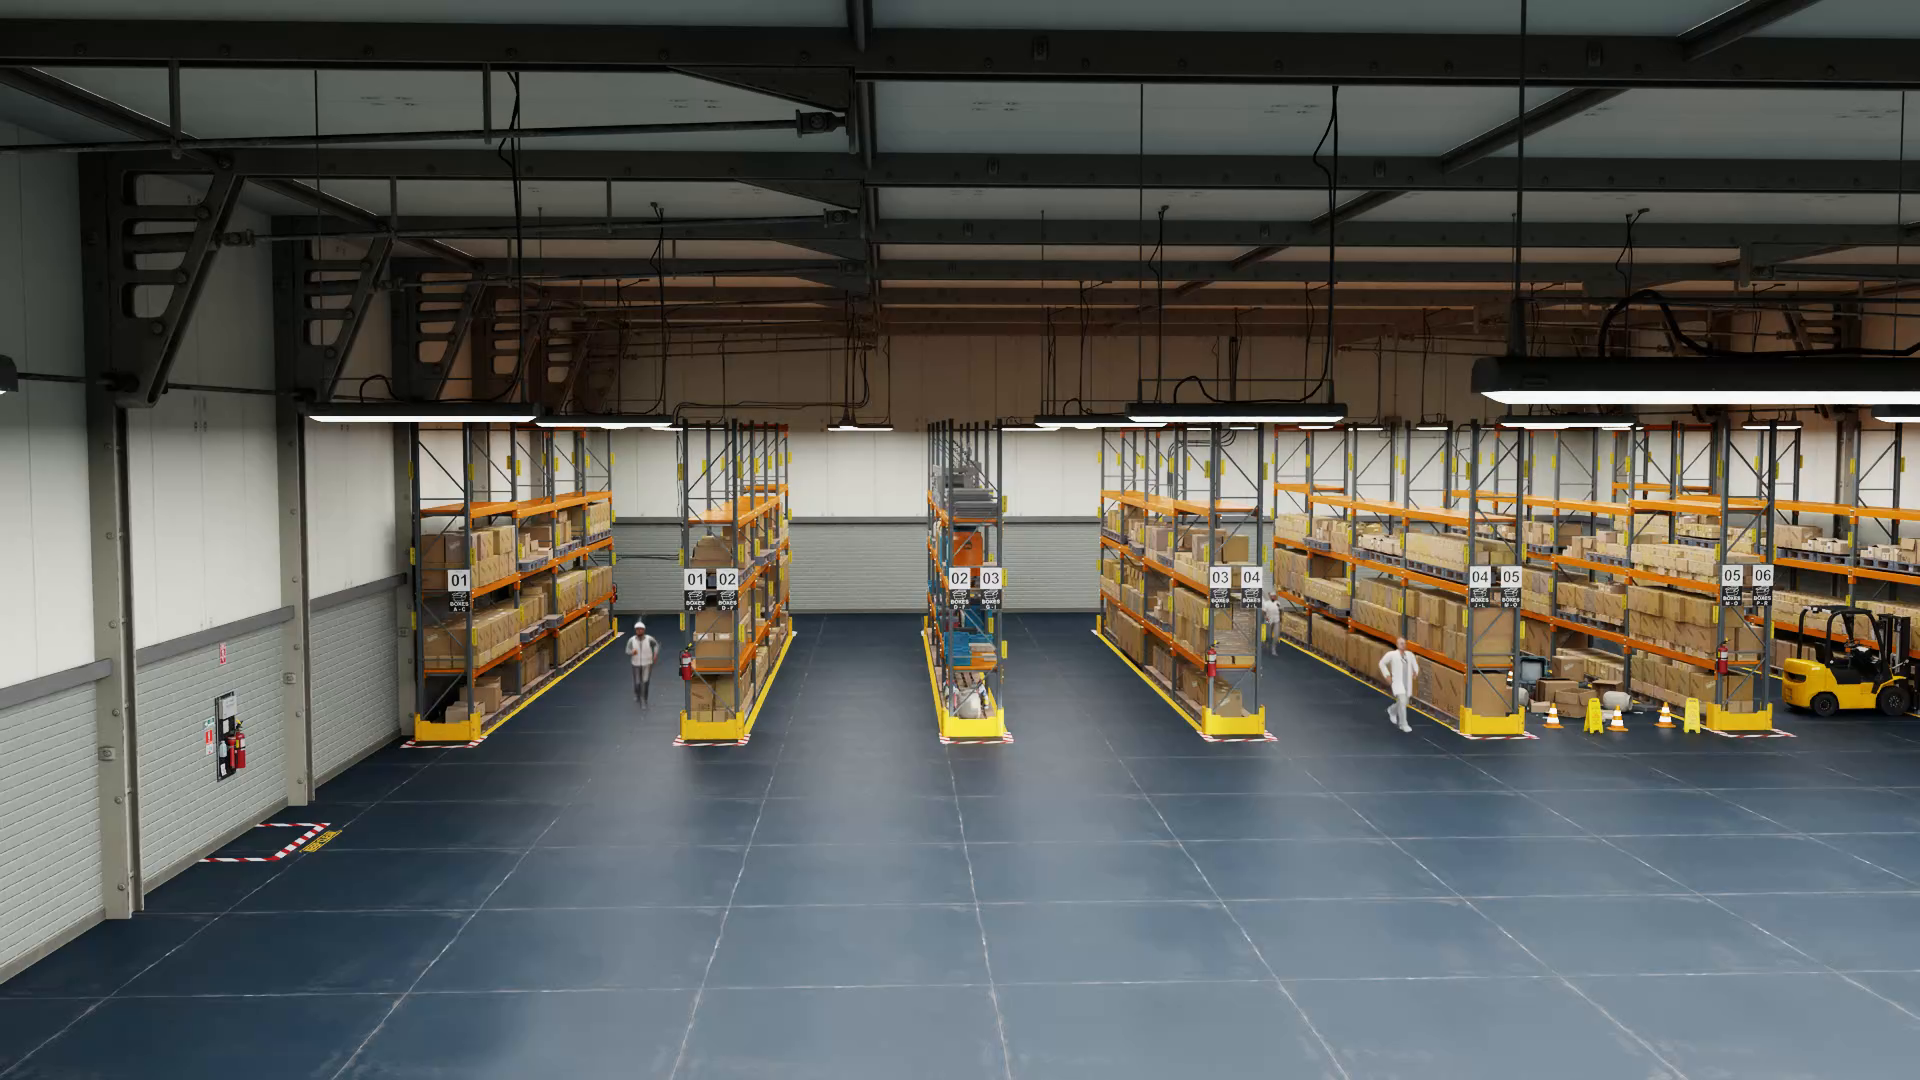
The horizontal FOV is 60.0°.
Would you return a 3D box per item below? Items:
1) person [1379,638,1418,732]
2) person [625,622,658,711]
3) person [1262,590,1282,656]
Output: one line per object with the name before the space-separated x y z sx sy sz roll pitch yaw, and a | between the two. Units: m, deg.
person | 8.499 2.768 32.145 0.730 1.761 0.981 -1 4 -16
person | -6.657 2.609 34.777 0.665 1.806 0.954 0 4 -6
person | 8.118 2.139 43.217 0.588 1.685 0.768 0 4 -6
